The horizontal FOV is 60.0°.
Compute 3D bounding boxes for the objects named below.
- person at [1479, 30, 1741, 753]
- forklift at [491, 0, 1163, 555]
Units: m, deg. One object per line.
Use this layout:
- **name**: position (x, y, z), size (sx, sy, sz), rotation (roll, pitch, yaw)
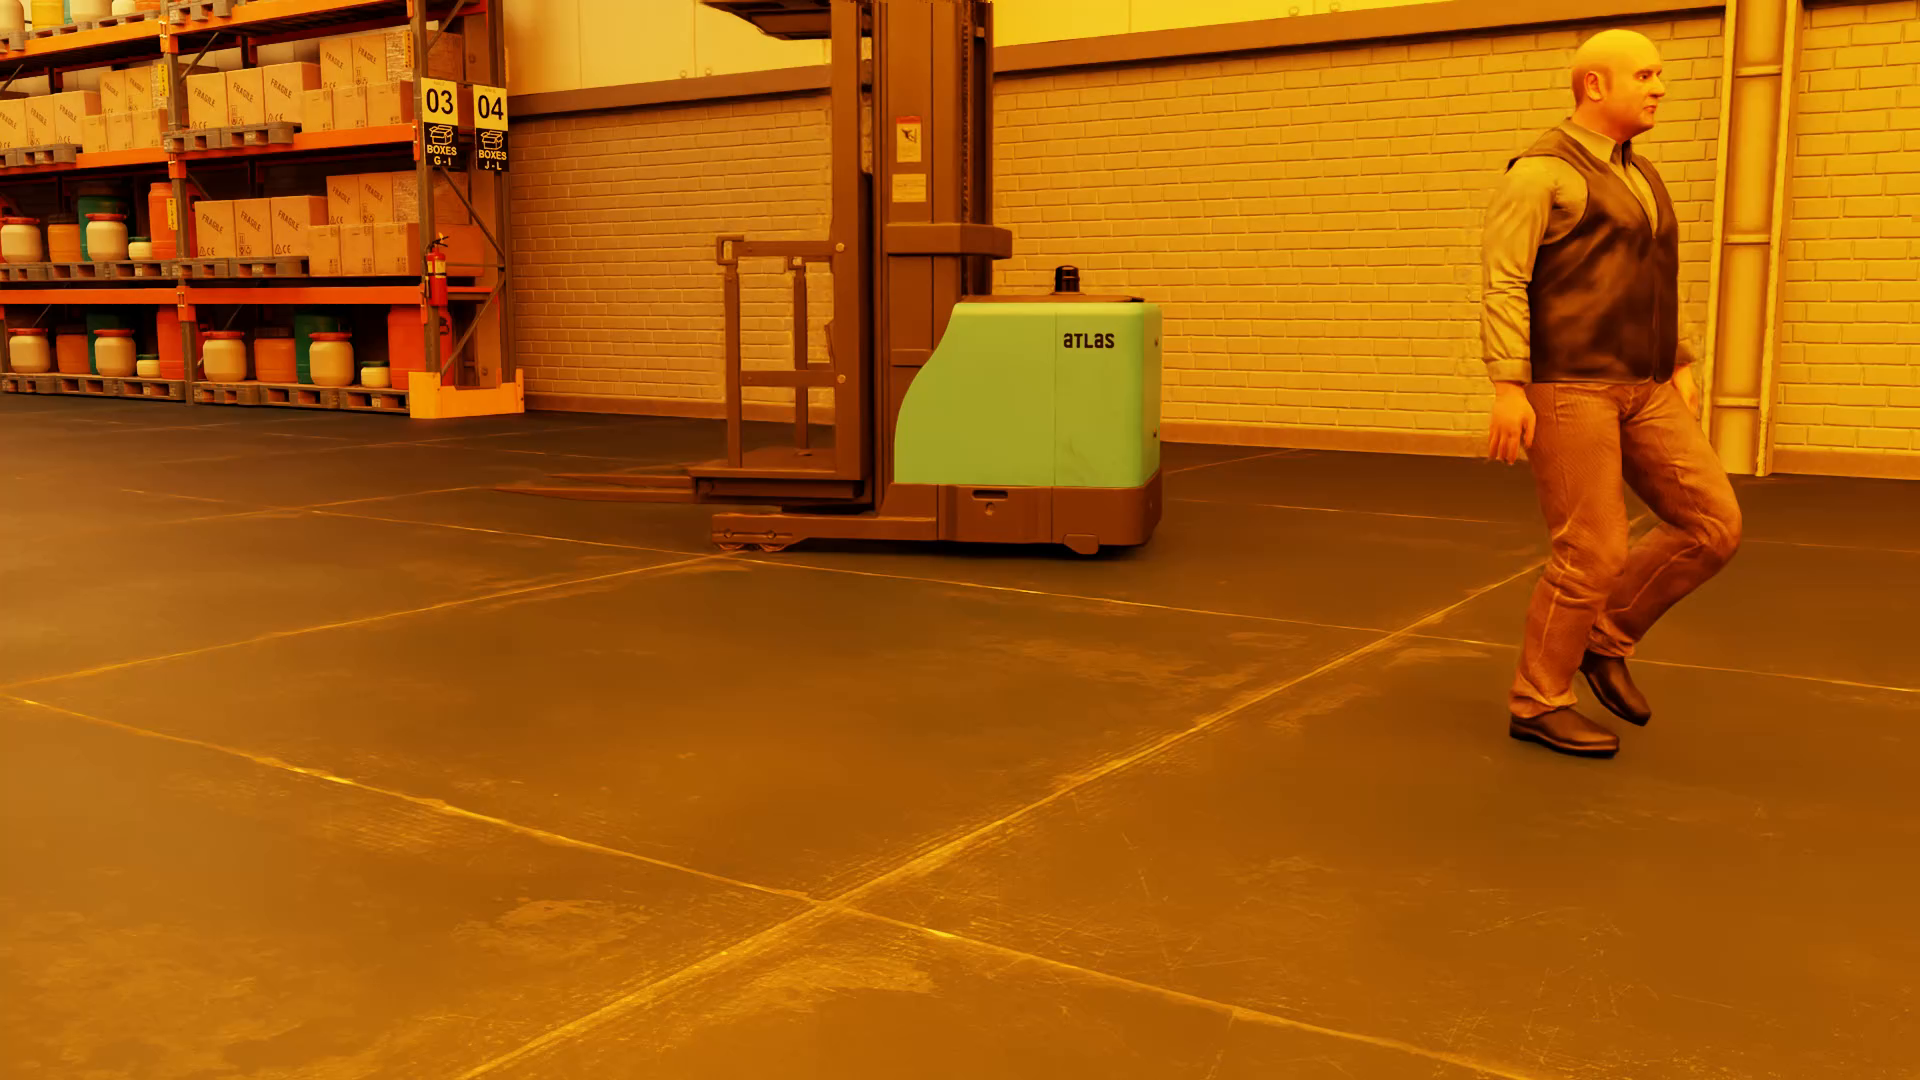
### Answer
- **person**: position (1.566, -0.344, 3.976), size (0.667, 1.702, 0.474), rotation (-7, 10, -39)
- **forklift**: position (-0.620, -1.469, 7.525), size (3.031, 2.935, 1.130), rotation (2, 8, 12)
